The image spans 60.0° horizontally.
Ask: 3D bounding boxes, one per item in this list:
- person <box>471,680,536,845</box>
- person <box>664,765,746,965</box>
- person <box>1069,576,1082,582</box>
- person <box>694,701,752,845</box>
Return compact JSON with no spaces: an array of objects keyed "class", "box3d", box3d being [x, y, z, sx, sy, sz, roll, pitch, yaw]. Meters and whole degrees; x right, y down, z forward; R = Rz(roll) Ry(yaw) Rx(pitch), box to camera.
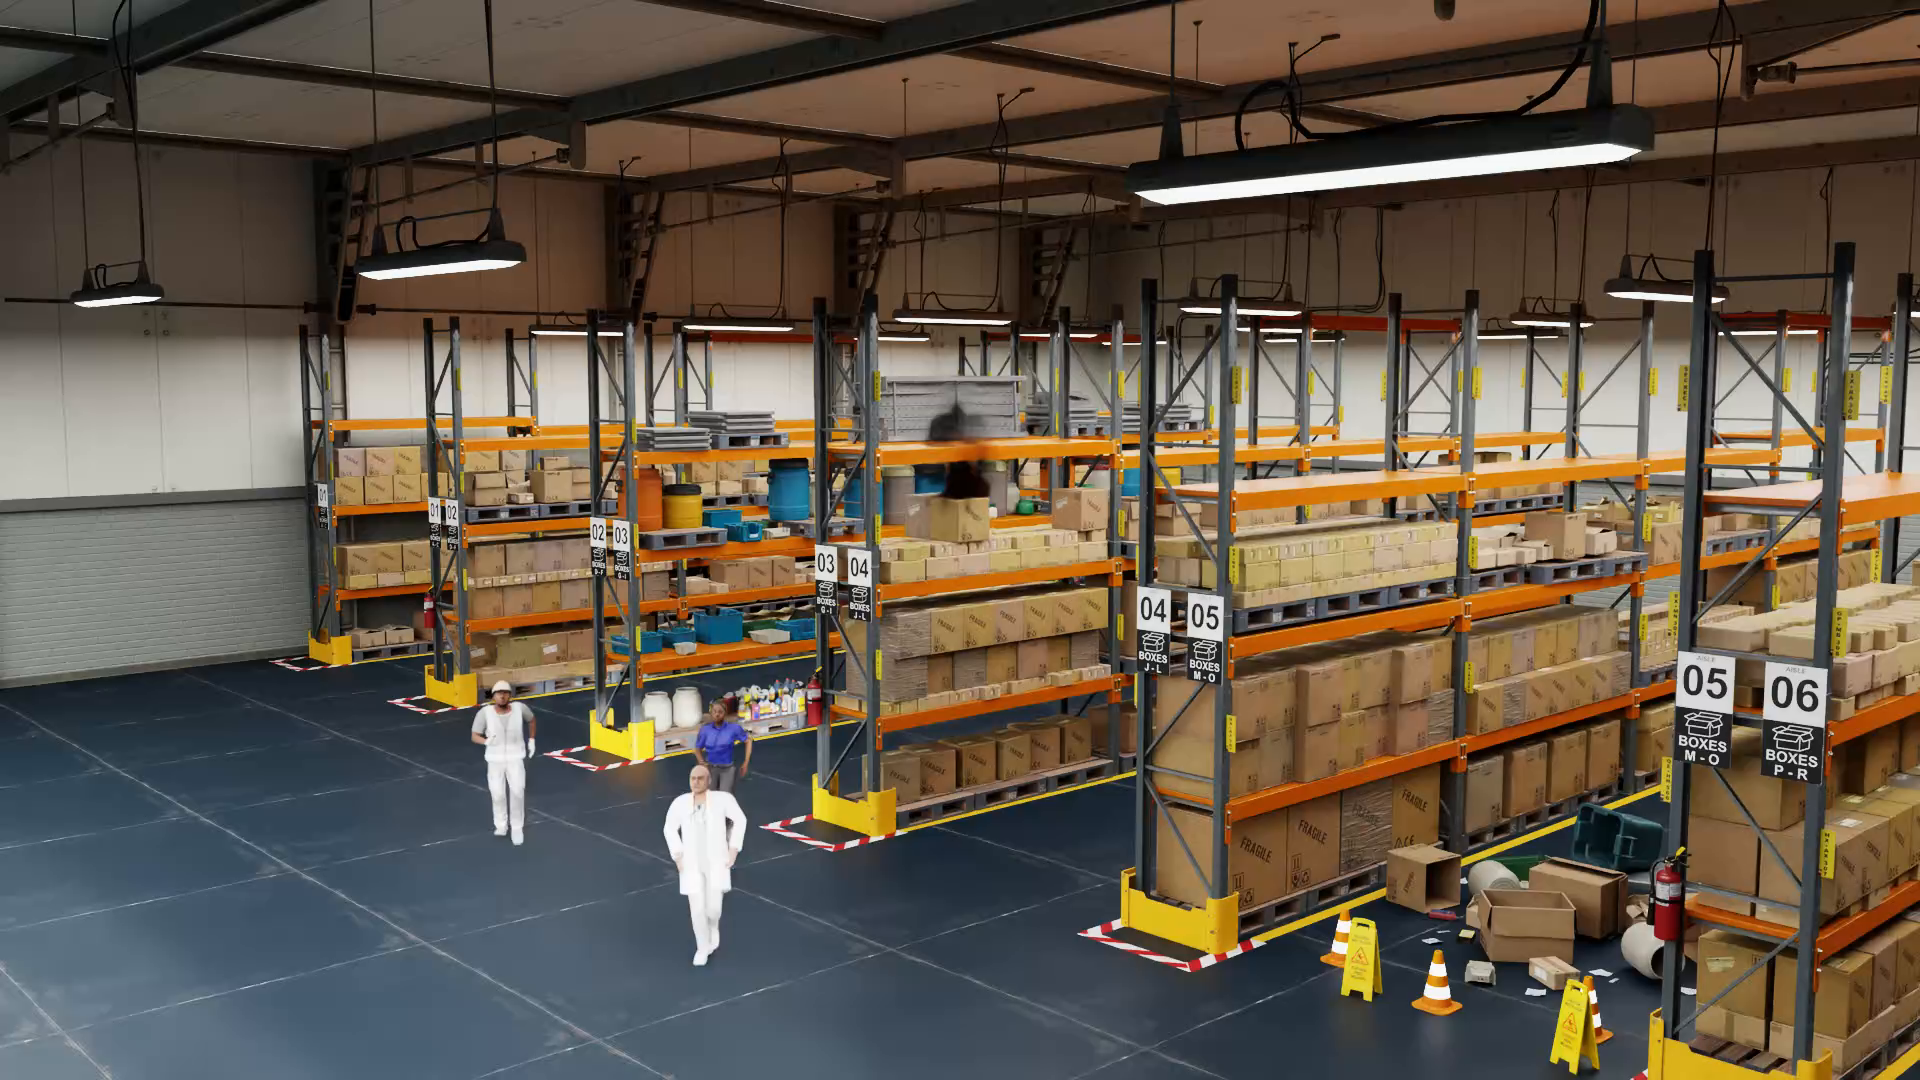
[{"class":"person","box3d":[-4.992,2.445,18.220,0.692,1.829,0.739,-2,6,-15]},{"class":"person","box3d":[-2.244,2.838,14.576,0.716,1.741,0.574,0,6,-1]},{"class":"person","box3d":[2.413,1.014,32.790,0.616,1.705,0.916,4,7,36]},{"class":"person","box3d":[-2.573,2.556,17.965,0.605,1.609,0.589,0,6,0]}]
